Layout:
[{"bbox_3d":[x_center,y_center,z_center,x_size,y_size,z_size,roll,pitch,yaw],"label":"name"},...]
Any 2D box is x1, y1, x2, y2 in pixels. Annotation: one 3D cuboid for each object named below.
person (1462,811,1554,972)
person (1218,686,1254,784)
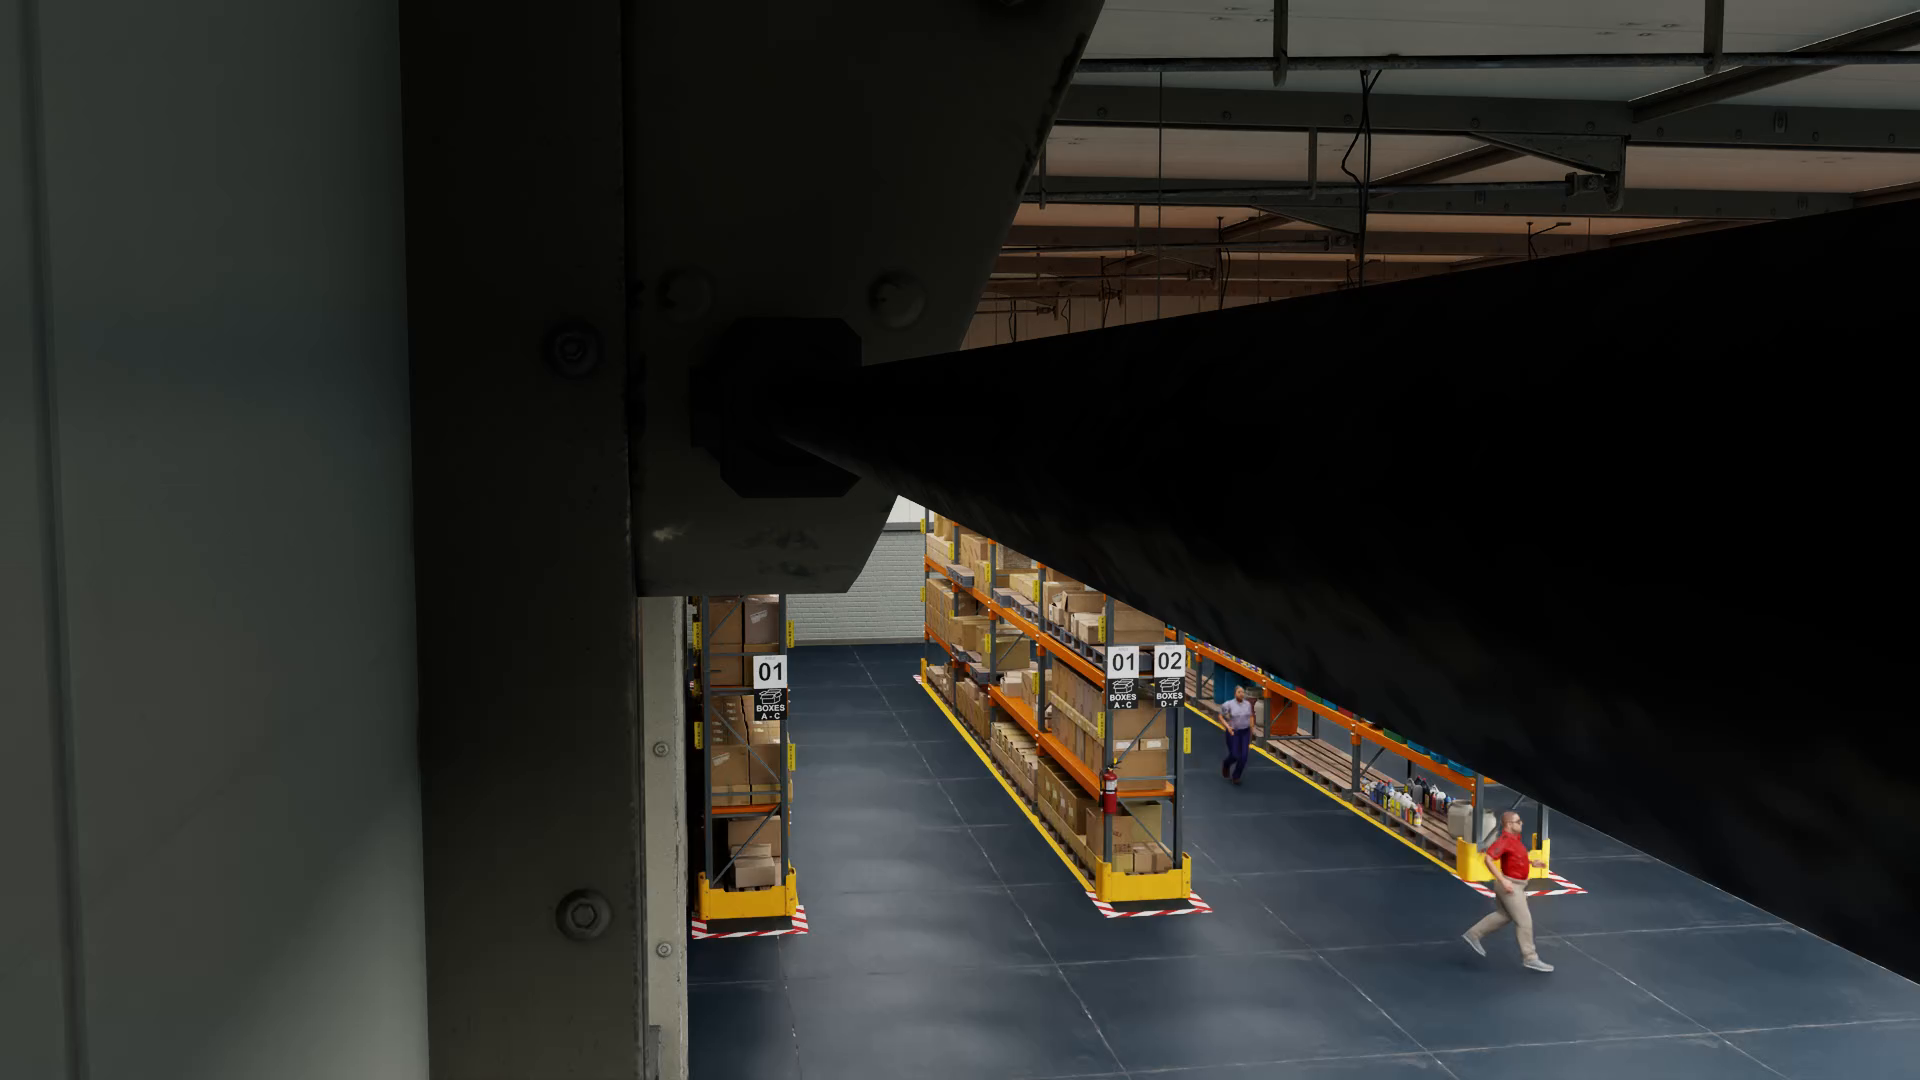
[{"bbox_3d":[6.070,3.836,18.313,0.948,1.712,0.677,2,5,22],"label":"person"},{"bbox_3d":[4.509,3.165,26.981,0.574,1.589,0.543,-1,5,-15],"label":"person"}]
